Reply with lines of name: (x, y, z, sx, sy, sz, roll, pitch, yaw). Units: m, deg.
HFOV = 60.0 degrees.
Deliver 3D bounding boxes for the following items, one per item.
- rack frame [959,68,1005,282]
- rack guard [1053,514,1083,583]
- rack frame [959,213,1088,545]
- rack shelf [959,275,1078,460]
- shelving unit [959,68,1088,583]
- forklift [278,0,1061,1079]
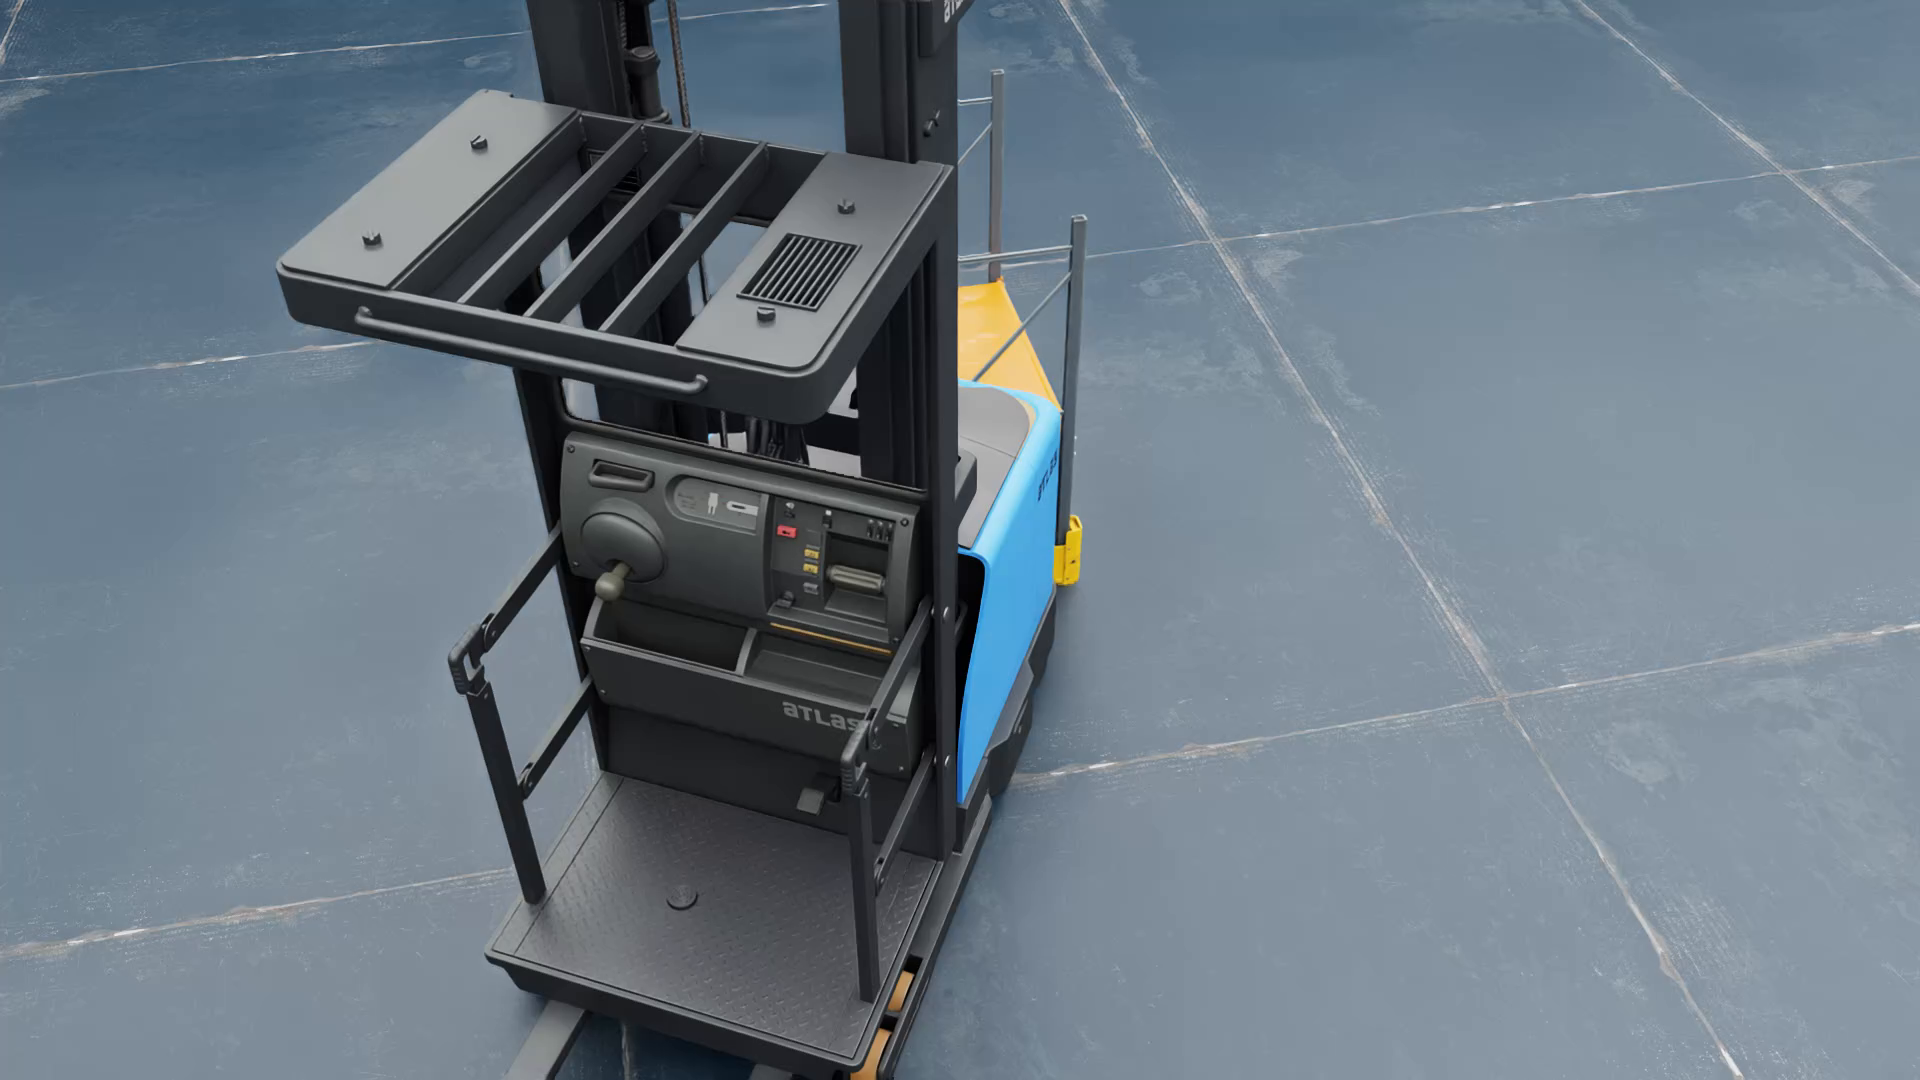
rack frame: (-0.087, -1.055, 6.309, 0.500, 1.500, 0.032, -9, 42, -10)
rack guard: (0.146, 0.068, 5.985, 0.587, 0.250, 0.087, -9, 42, -10)
rack frame: (0.146, -0.399, 5.569, 0.500, 1.500, 0.032, -9, 42, -10)
rack shelf: (0.030, -0.592, 6.059, 0.538, 0.185, 1.000, -9, 42, -10)
shelving unit: (0.032, -0.721, 5.933, 0.587, 1.500, 1.083, -9, 42, -10)
forklift: (-0.619, 0.089, 3.942, 1.130, 2.935, 3.031, 12, 43, 14)
